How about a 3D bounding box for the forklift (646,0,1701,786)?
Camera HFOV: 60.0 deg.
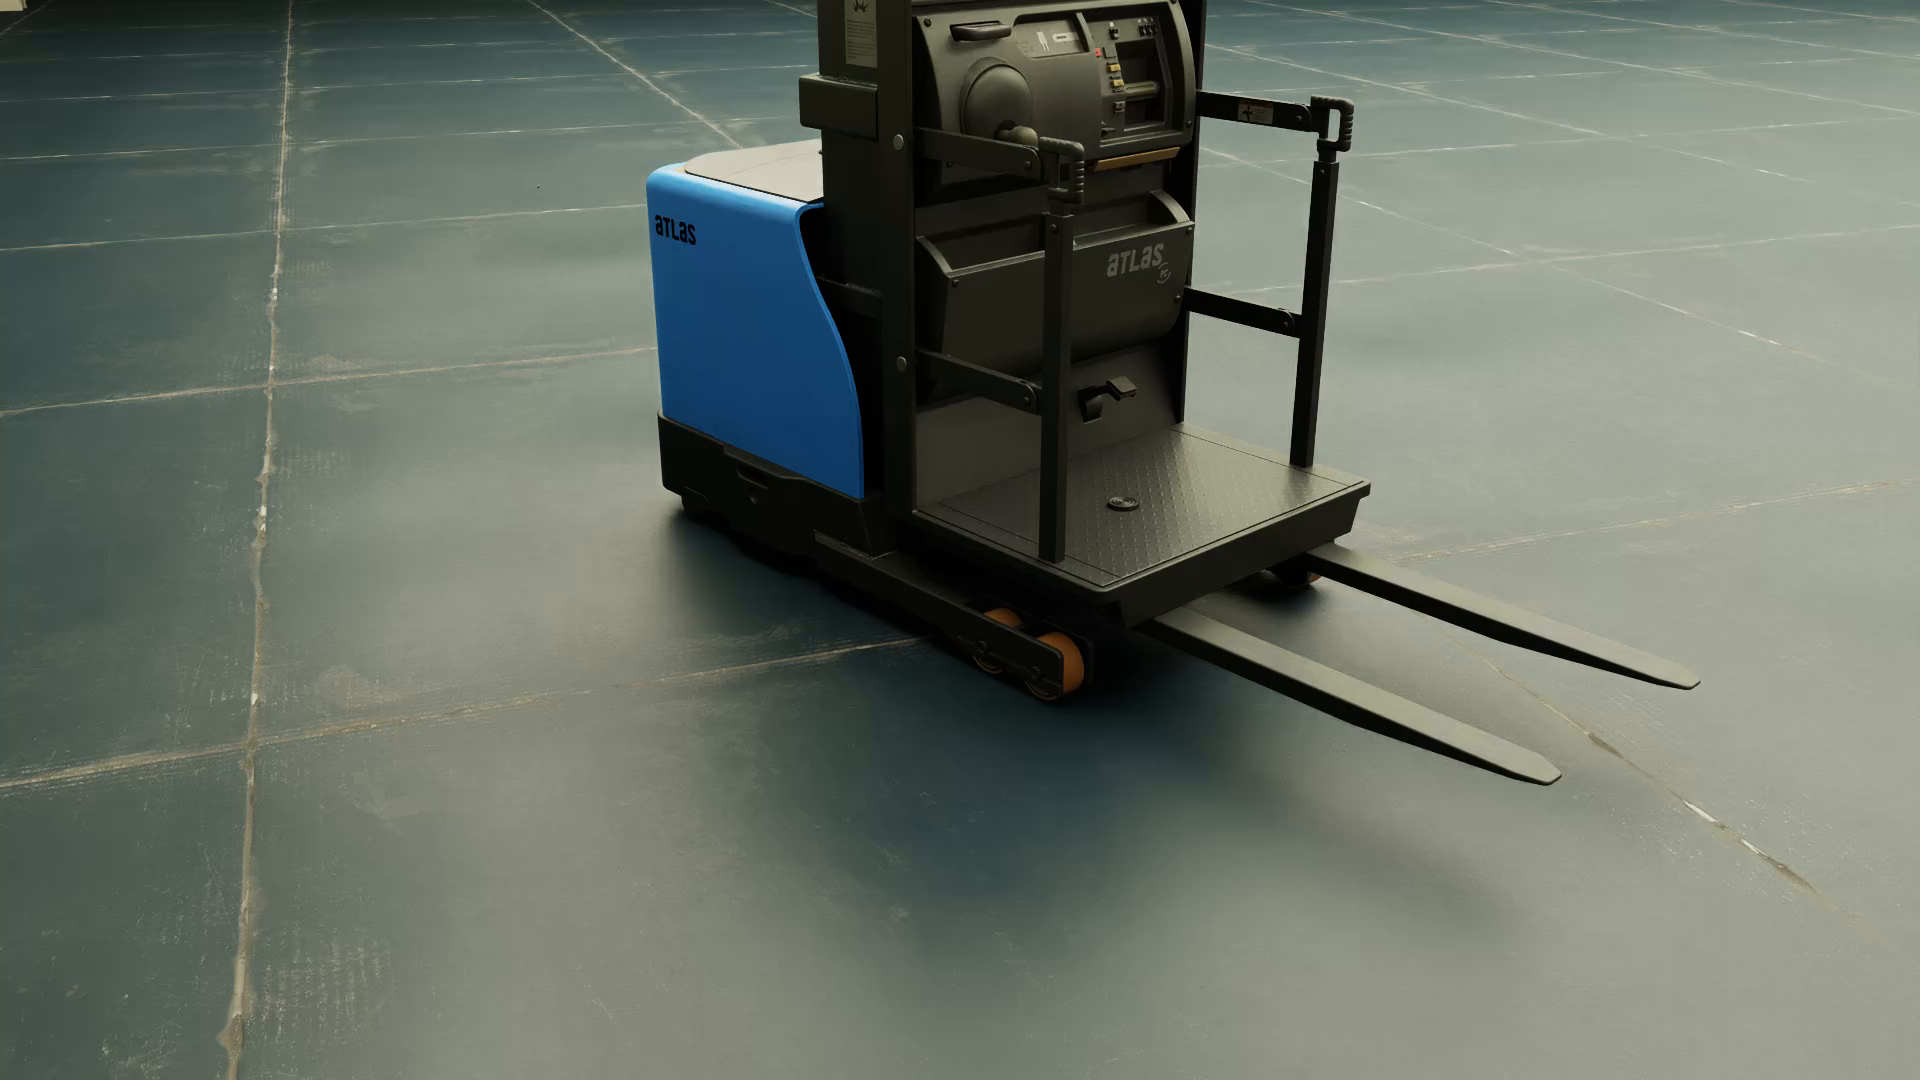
[{"bbox_3d":[0.409,-1.176,4.096,1.130,2.935,3.031,-19,30,-38],"label":"forklift"}]
